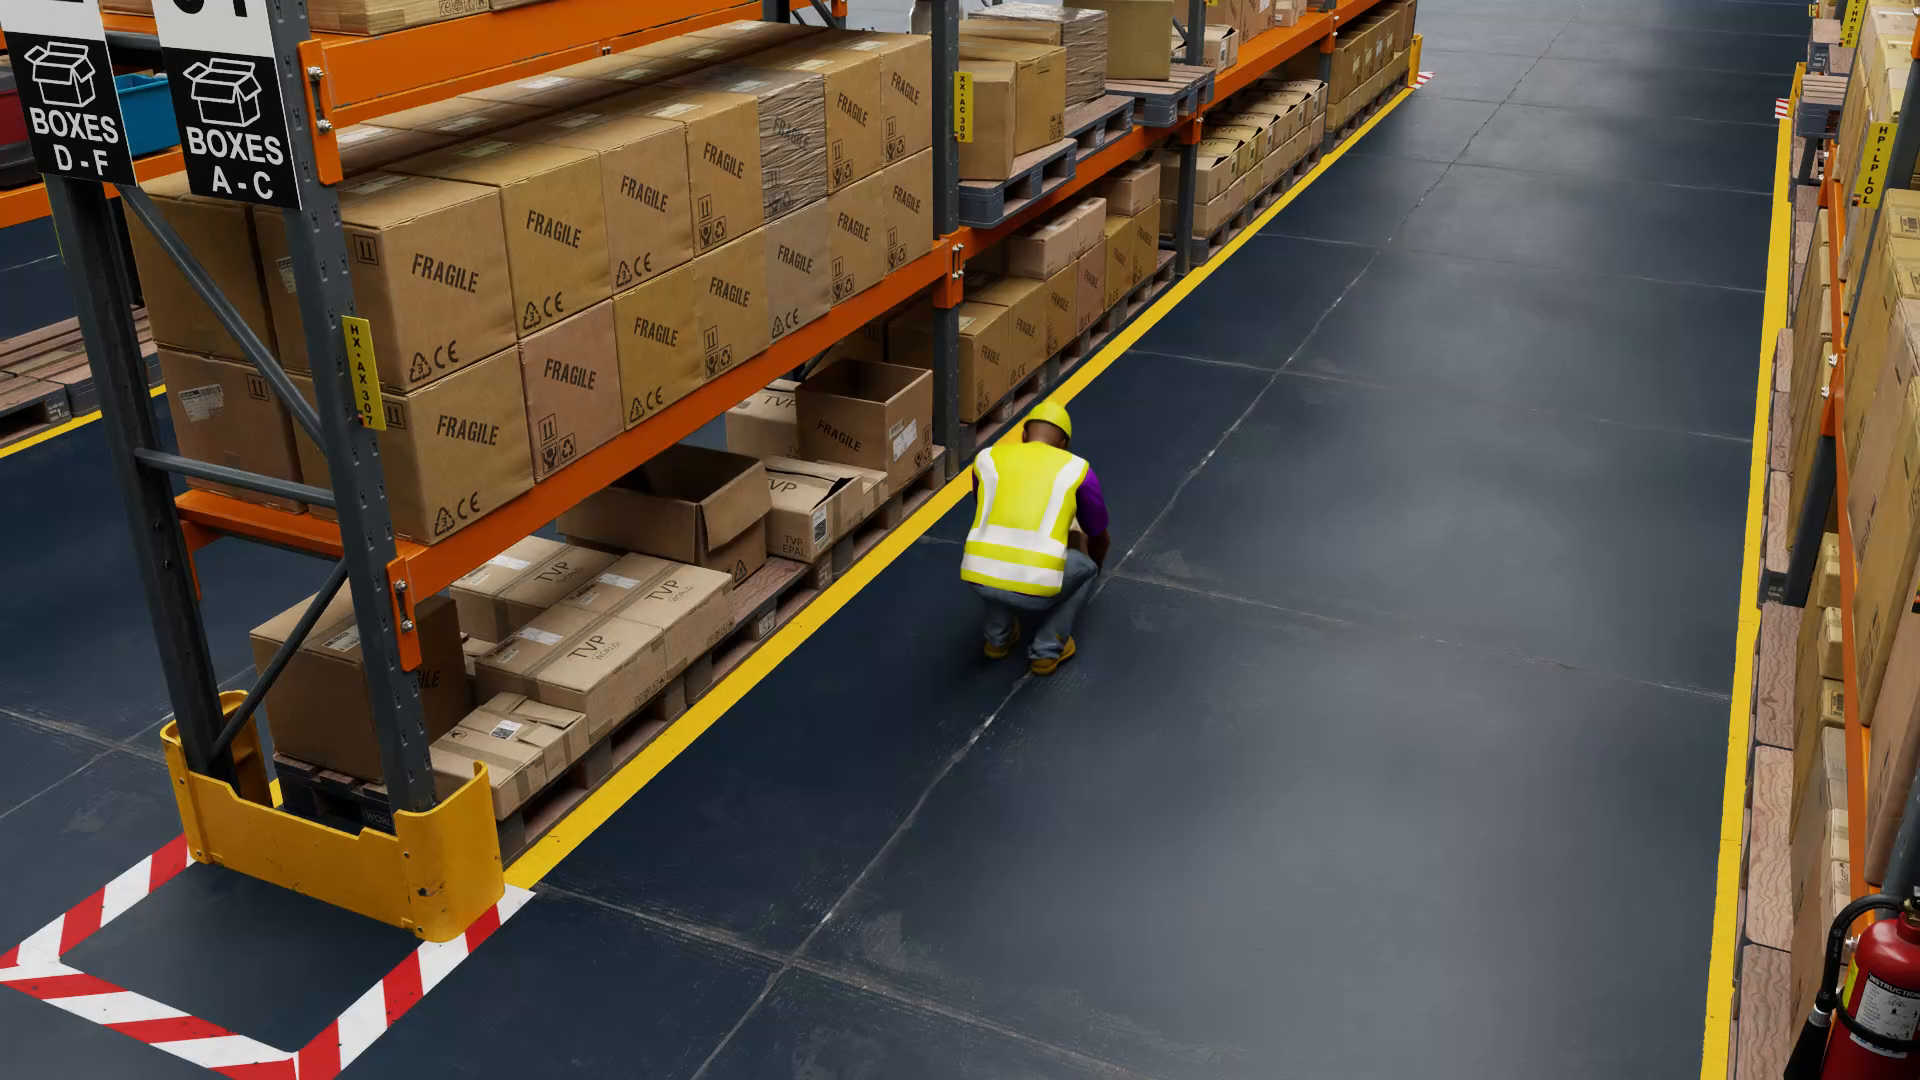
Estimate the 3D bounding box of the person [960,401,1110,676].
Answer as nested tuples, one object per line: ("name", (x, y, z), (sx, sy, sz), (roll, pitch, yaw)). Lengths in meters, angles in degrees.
("person", (0.292, -0.017, 7.005), (0.586, 0.998, 0.892), (11, 28, 22))
